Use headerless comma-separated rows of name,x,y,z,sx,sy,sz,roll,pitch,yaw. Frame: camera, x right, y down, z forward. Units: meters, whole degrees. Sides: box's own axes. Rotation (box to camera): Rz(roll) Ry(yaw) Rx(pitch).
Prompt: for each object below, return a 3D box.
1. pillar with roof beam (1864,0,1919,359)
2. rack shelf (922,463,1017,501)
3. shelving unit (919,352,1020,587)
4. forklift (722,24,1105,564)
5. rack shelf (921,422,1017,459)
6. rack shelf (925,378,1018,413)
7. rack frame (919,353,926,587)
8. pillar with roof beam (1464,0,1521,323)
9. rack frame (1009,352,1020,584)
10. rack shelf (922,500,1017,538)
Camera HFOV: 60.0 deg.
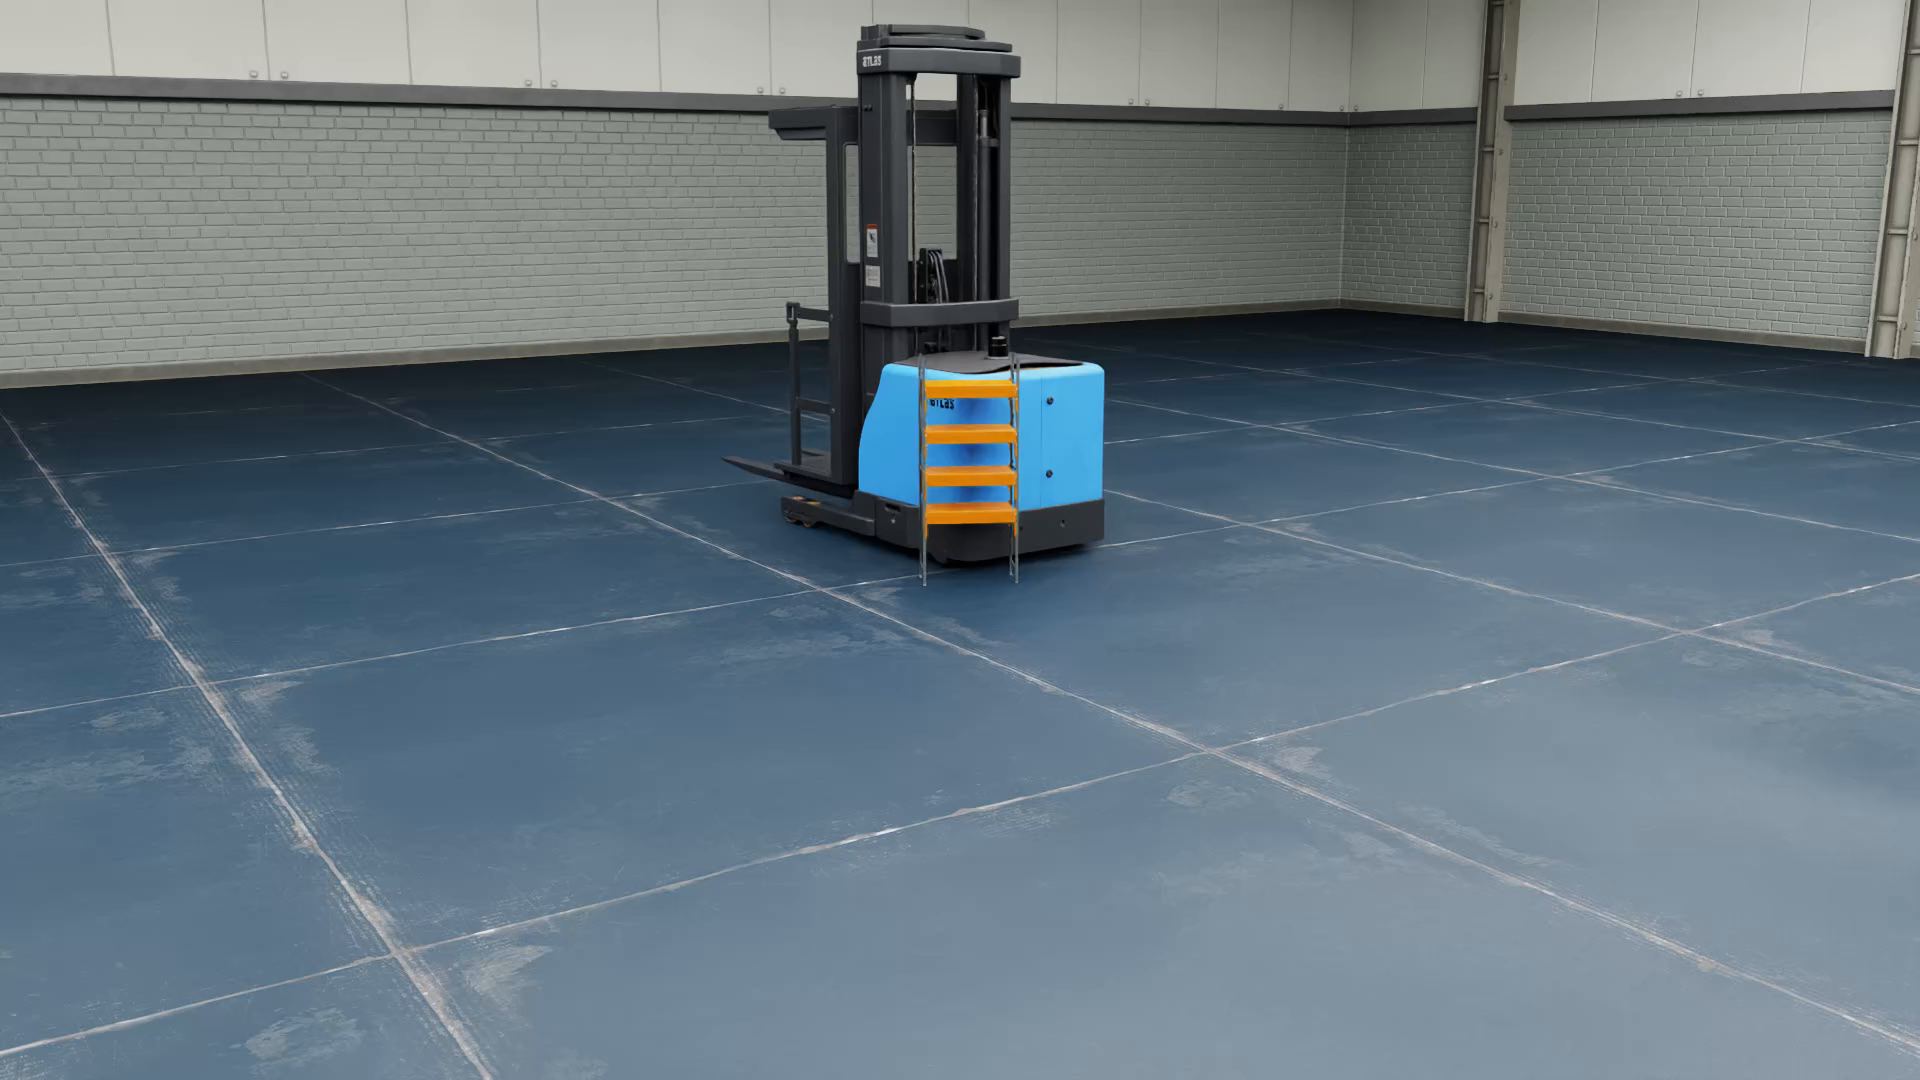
pillar with roof beam,7.500,-6.076,16.583,9.100,9.000,0.400,-8,15,-33
rack shelf,0.045,-0.306,8.768,0.480,0.148,0.258,-1,12,-6
shelving unit,0.045,-0.372,8.754,0.503,1.200,0.258,-1,12,-6
forklift,-0.457,-1.562,10.143,1.130,2.935,3.031,-9,15,-36
rack shelf,0.045,-0.525,8.720,0.480,0.148,0.258,-1,12,-6
rack shelf,0.045,-0.756,8.669,0.480,0.148,0.258,-1,12,-6
rack frame,-0.198,-0.367,8.729,0.015,1.200,0.240,-1,12,-6
pillar with roof beam,4.176,-7.143,21.462,9.100,9.000,0.400,-8,15,-33
rack frame,0.288,-0.377,8.779,0.015,1.200,0.240,-1,12,-6
rack shelf,0.045,-0.112,8.811,0.480,0.148,0.258,-1,12,-6
